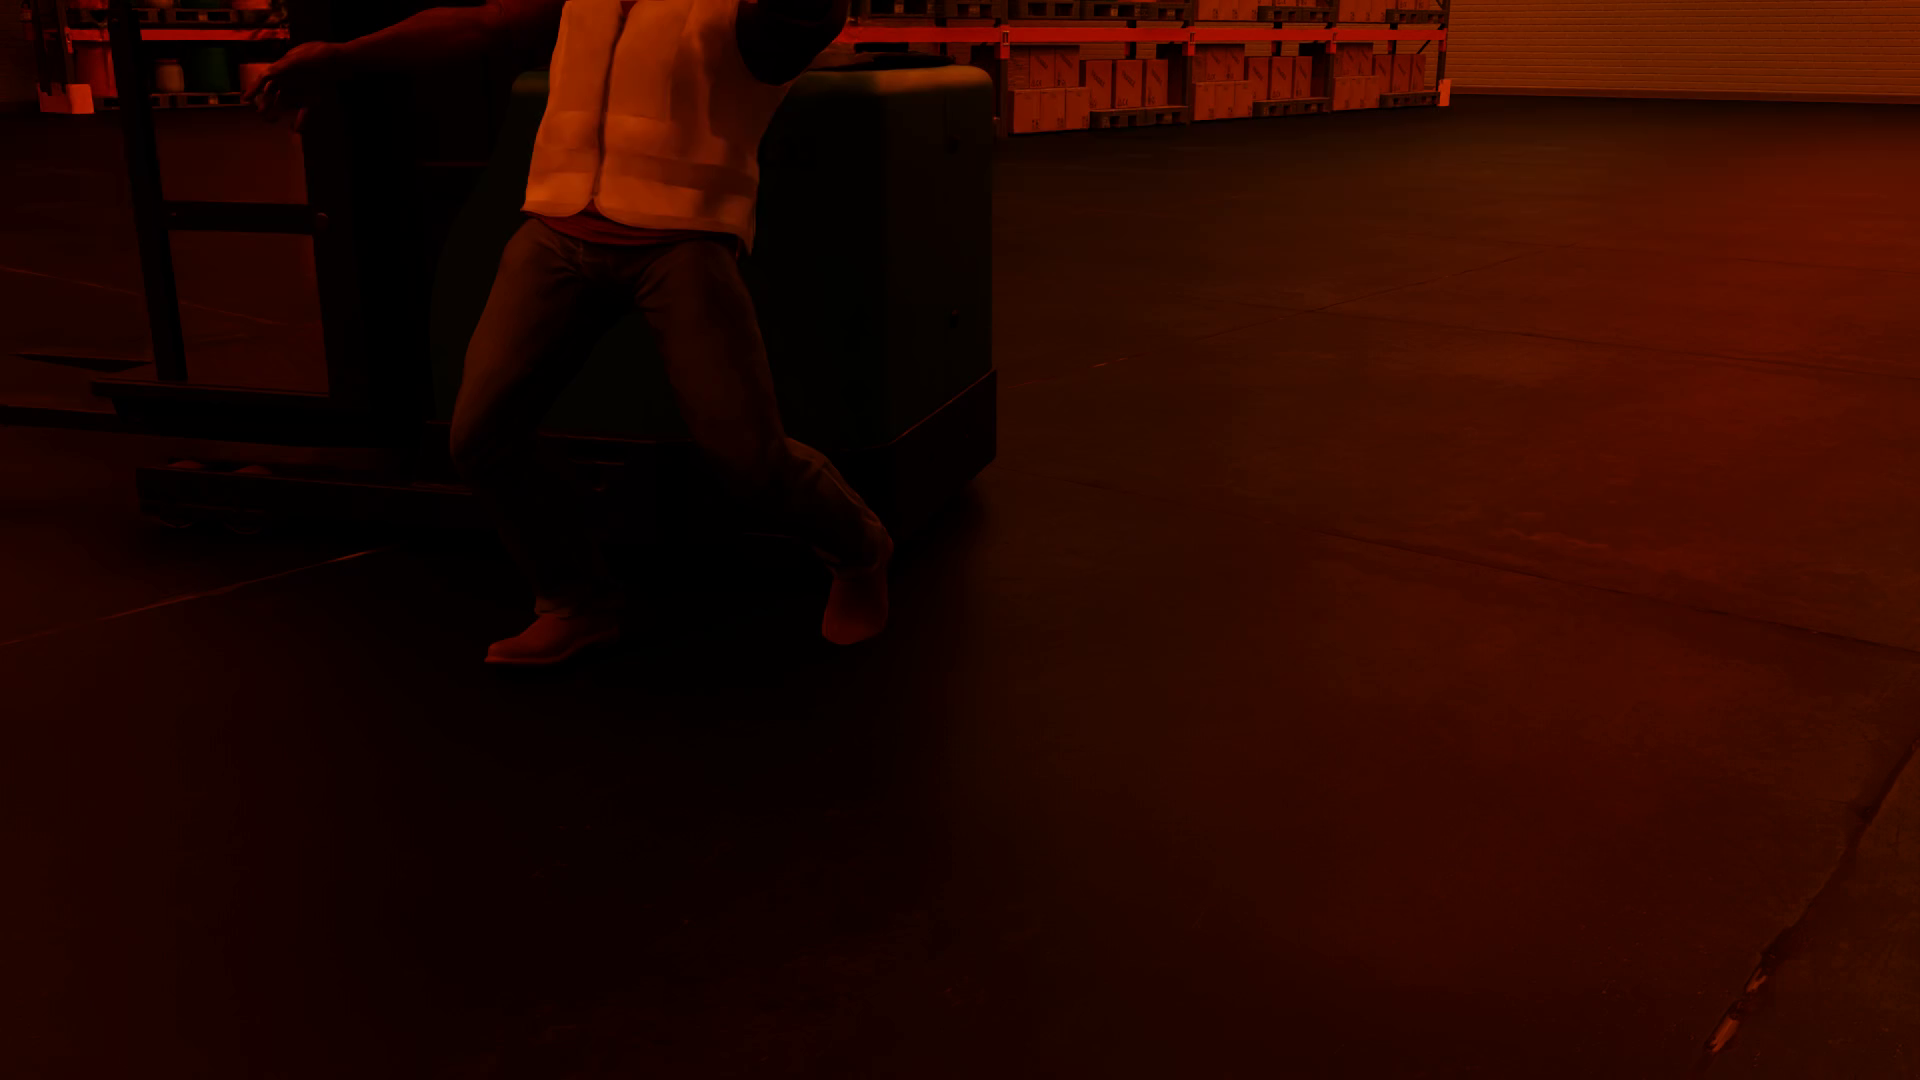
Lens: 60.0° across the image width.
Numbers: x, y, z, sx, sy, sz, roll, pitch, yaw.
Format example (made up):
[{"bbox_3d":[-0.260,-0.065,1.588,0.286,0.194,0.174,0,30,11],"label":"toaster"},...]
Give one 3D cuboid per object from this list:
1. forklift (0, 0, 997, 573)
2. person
[{"bbox_3d":[-1.479,-1.555,4.017,3.031,2.935,1.130,5,18,15],"label":"forklift"},{"bbox_3d":[-0.723,-0.518,2.989,1.079,1.633,0.855,6,18,18],"label":"person"}]
